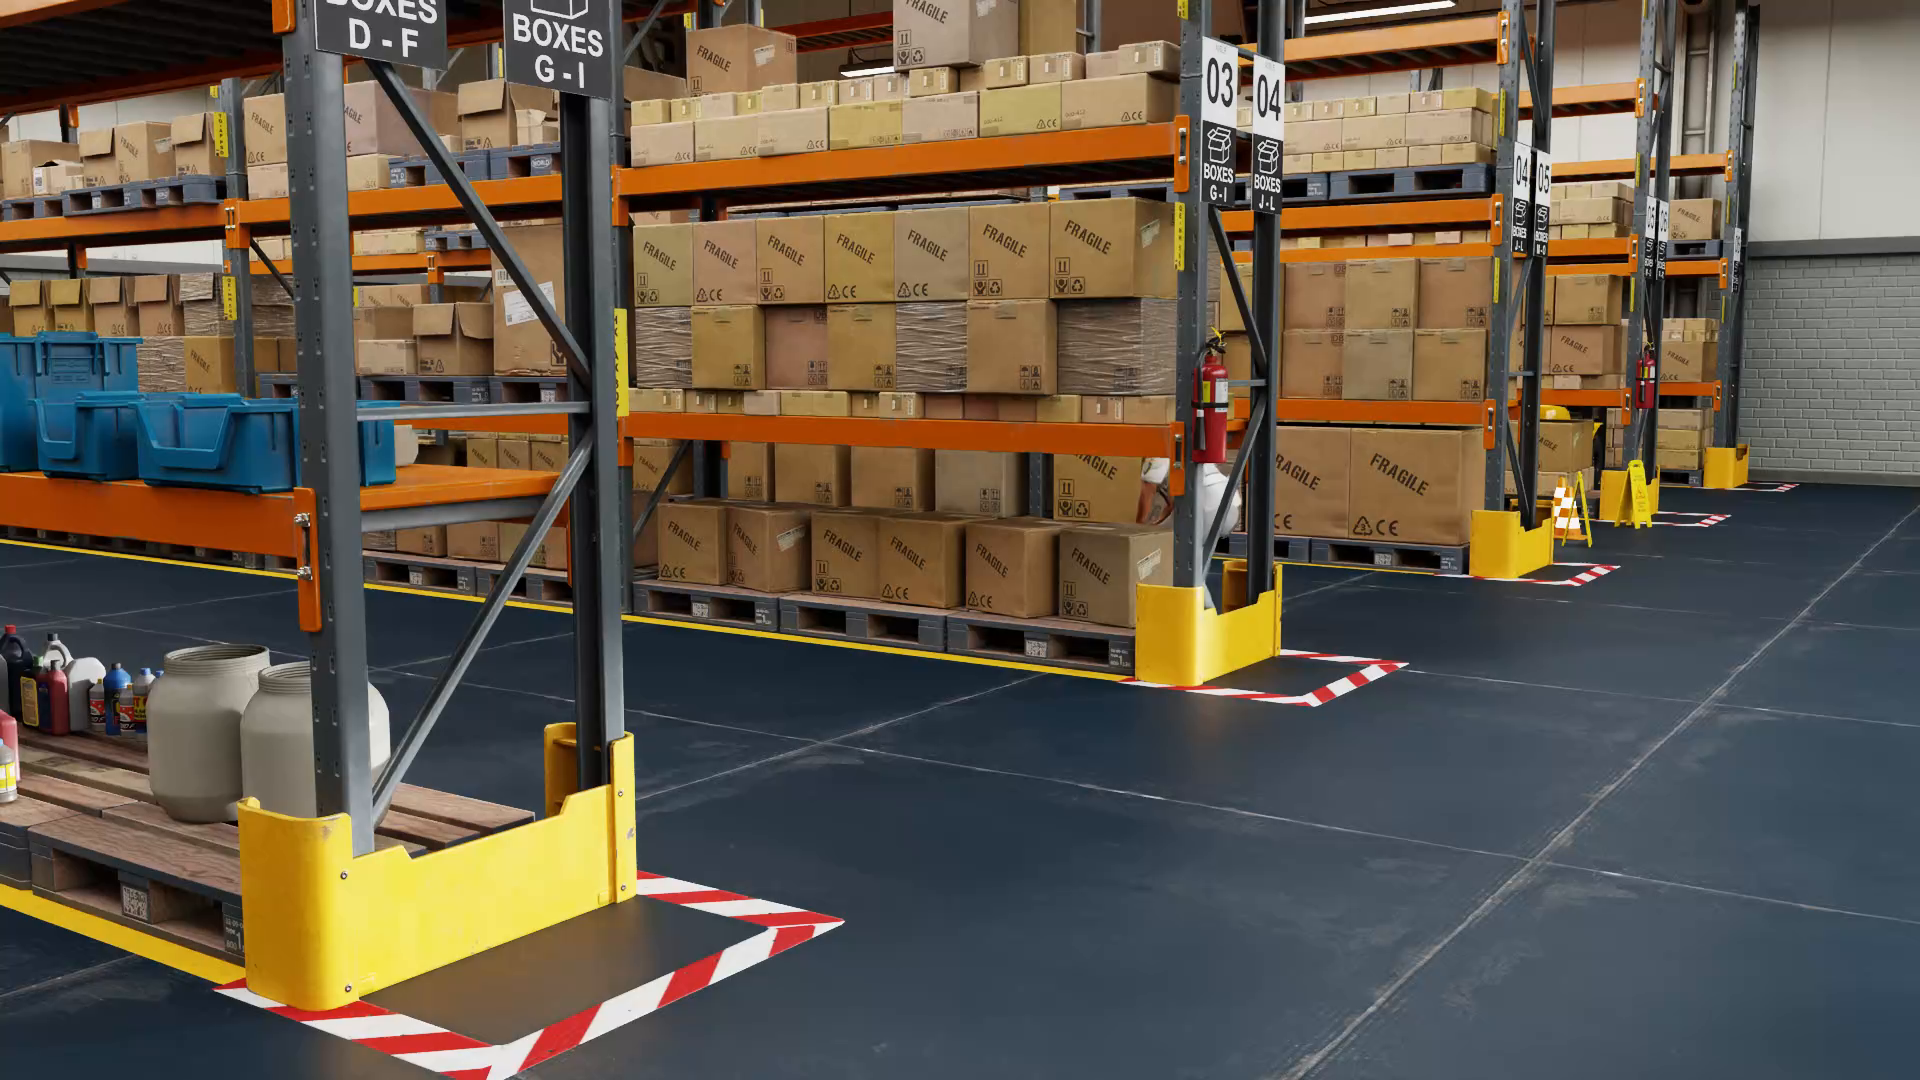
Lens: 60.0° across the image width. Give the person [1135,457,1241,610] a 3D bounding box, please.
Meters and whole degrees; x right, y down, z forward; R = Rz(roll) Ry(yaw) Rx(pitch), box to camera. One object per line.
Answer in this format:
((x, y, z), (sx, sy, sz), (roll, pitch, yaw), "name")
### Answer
((1.346, -0.146, 10.361), (0.758, 1.324, 0.536), (4, 8, 31), "person")
